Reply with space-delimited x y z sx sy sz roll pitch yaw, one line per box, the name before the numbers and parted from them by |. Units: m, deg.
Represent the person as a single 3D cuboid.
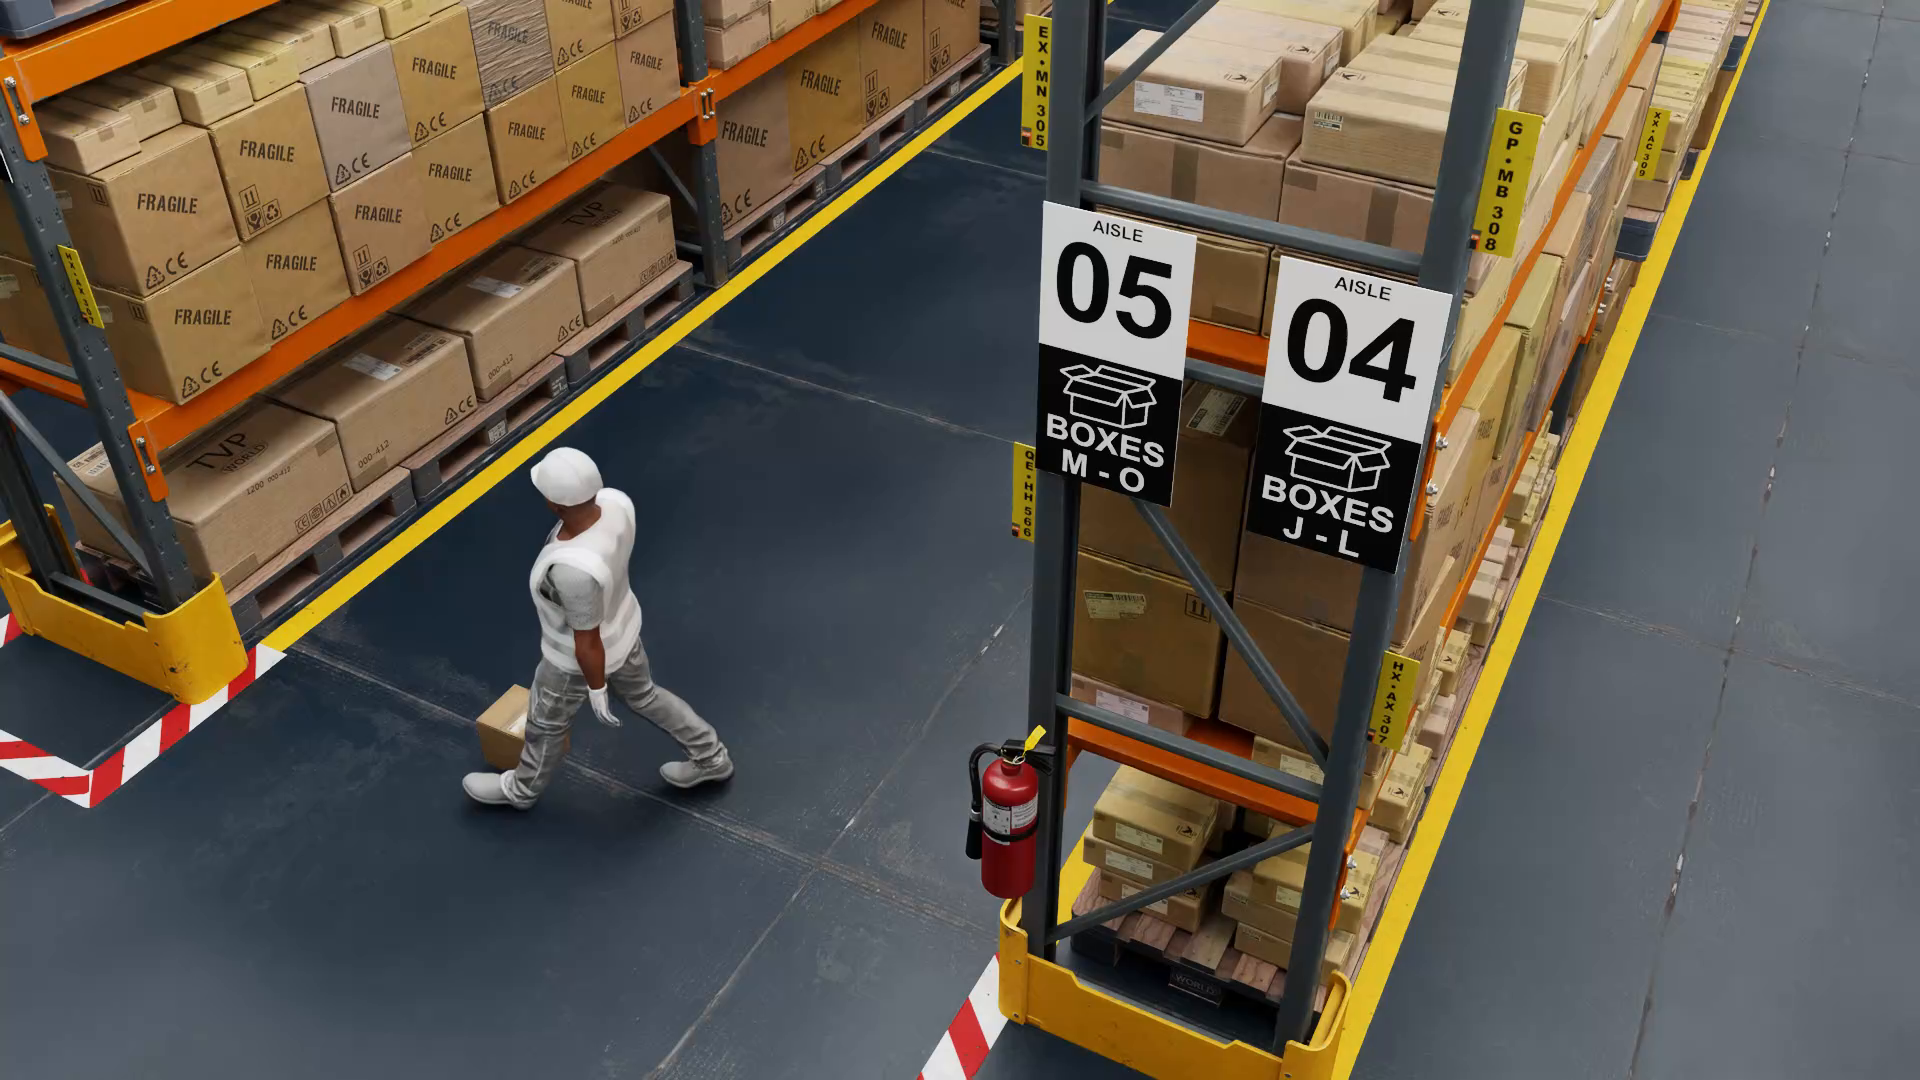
person | -1.482 0.352 6.318 1.031 1.735 0.584 7 38 9
